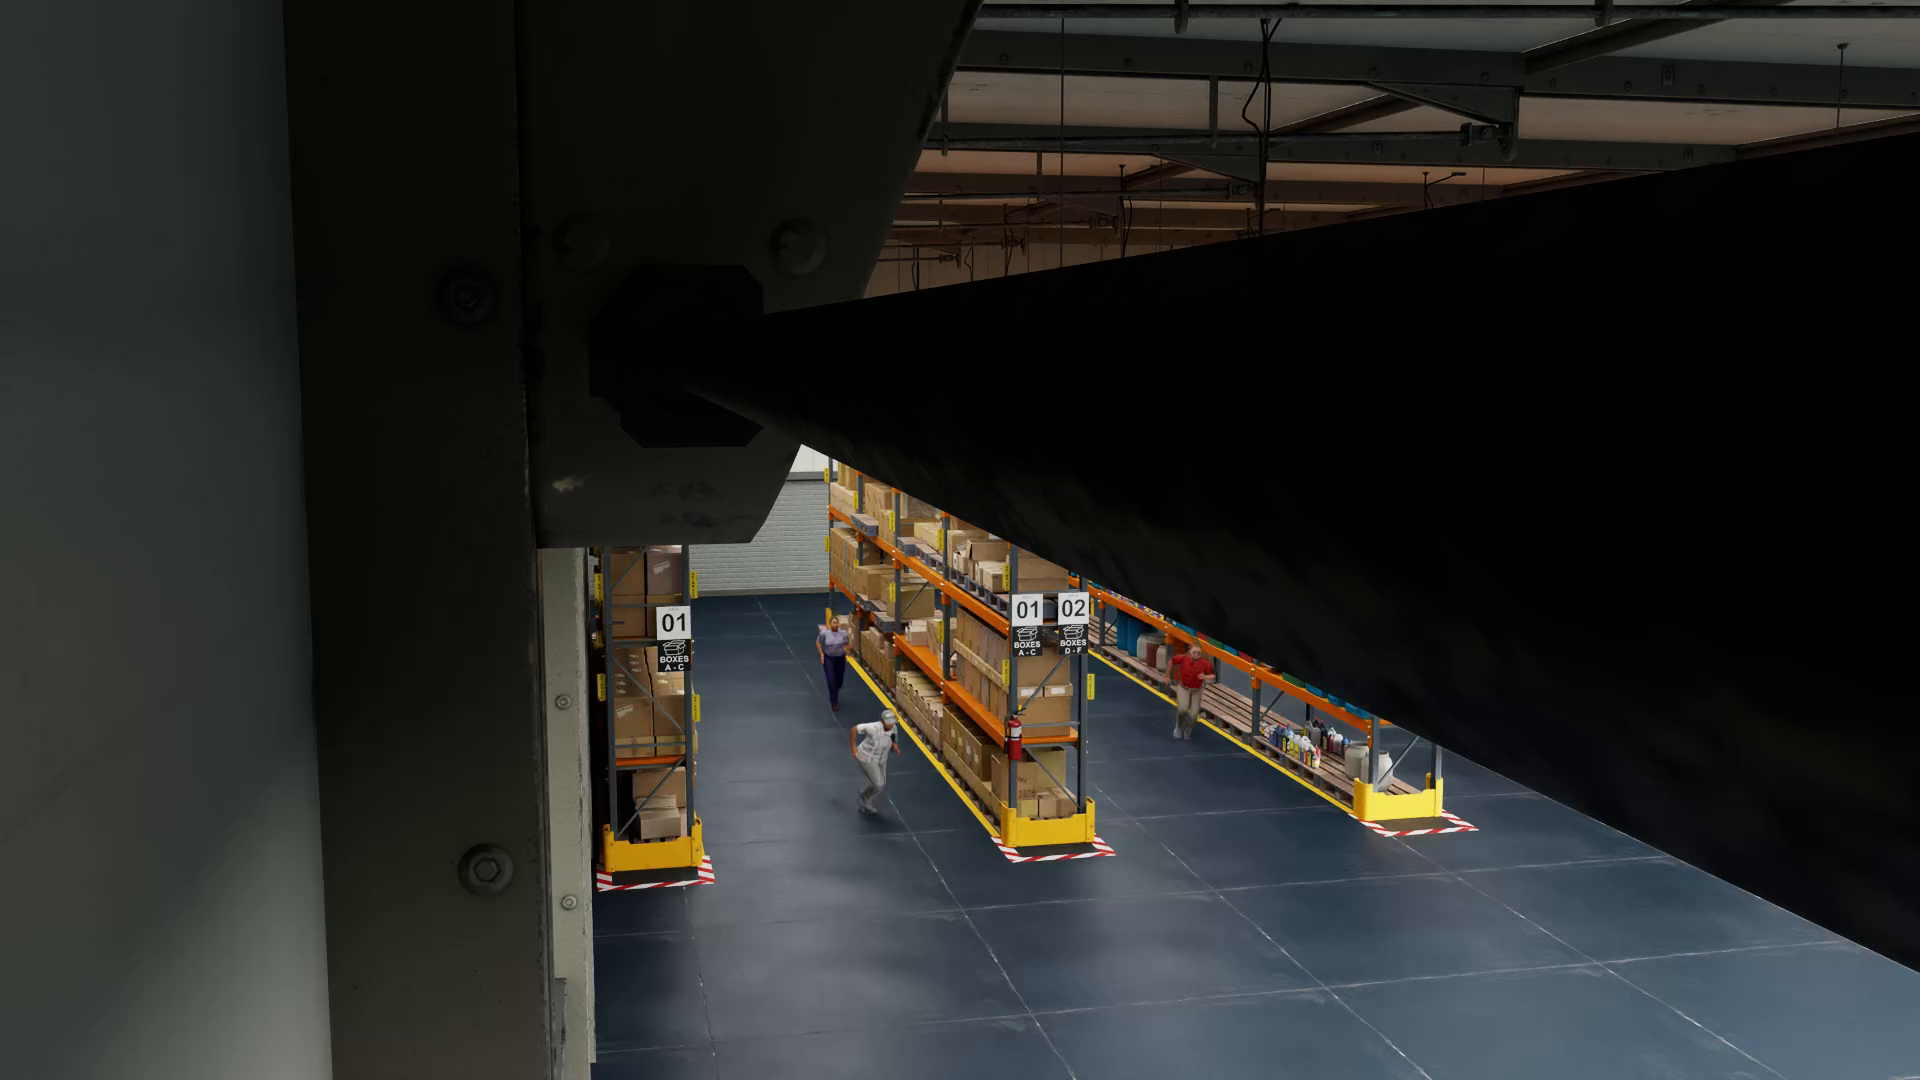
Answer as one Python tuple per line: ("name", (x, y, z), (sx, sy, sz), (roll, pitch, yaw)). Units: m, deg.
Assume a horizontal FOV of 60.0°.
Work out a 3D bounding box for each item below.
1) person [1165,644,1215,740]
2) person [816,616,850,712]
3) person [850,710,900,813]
("person", (3.664, 2.425, 26.450), (0.732, 1.623, 0.812), (0, 7, -3))
("person", (-2.203, 2.112, 28.931), (0.591, 1.631, 0.804), (-2, 7, -15))
("person", (-1.146, 2.966, 22.158), (0.636, 1.497, 0.862), (-6, 9, -40))
